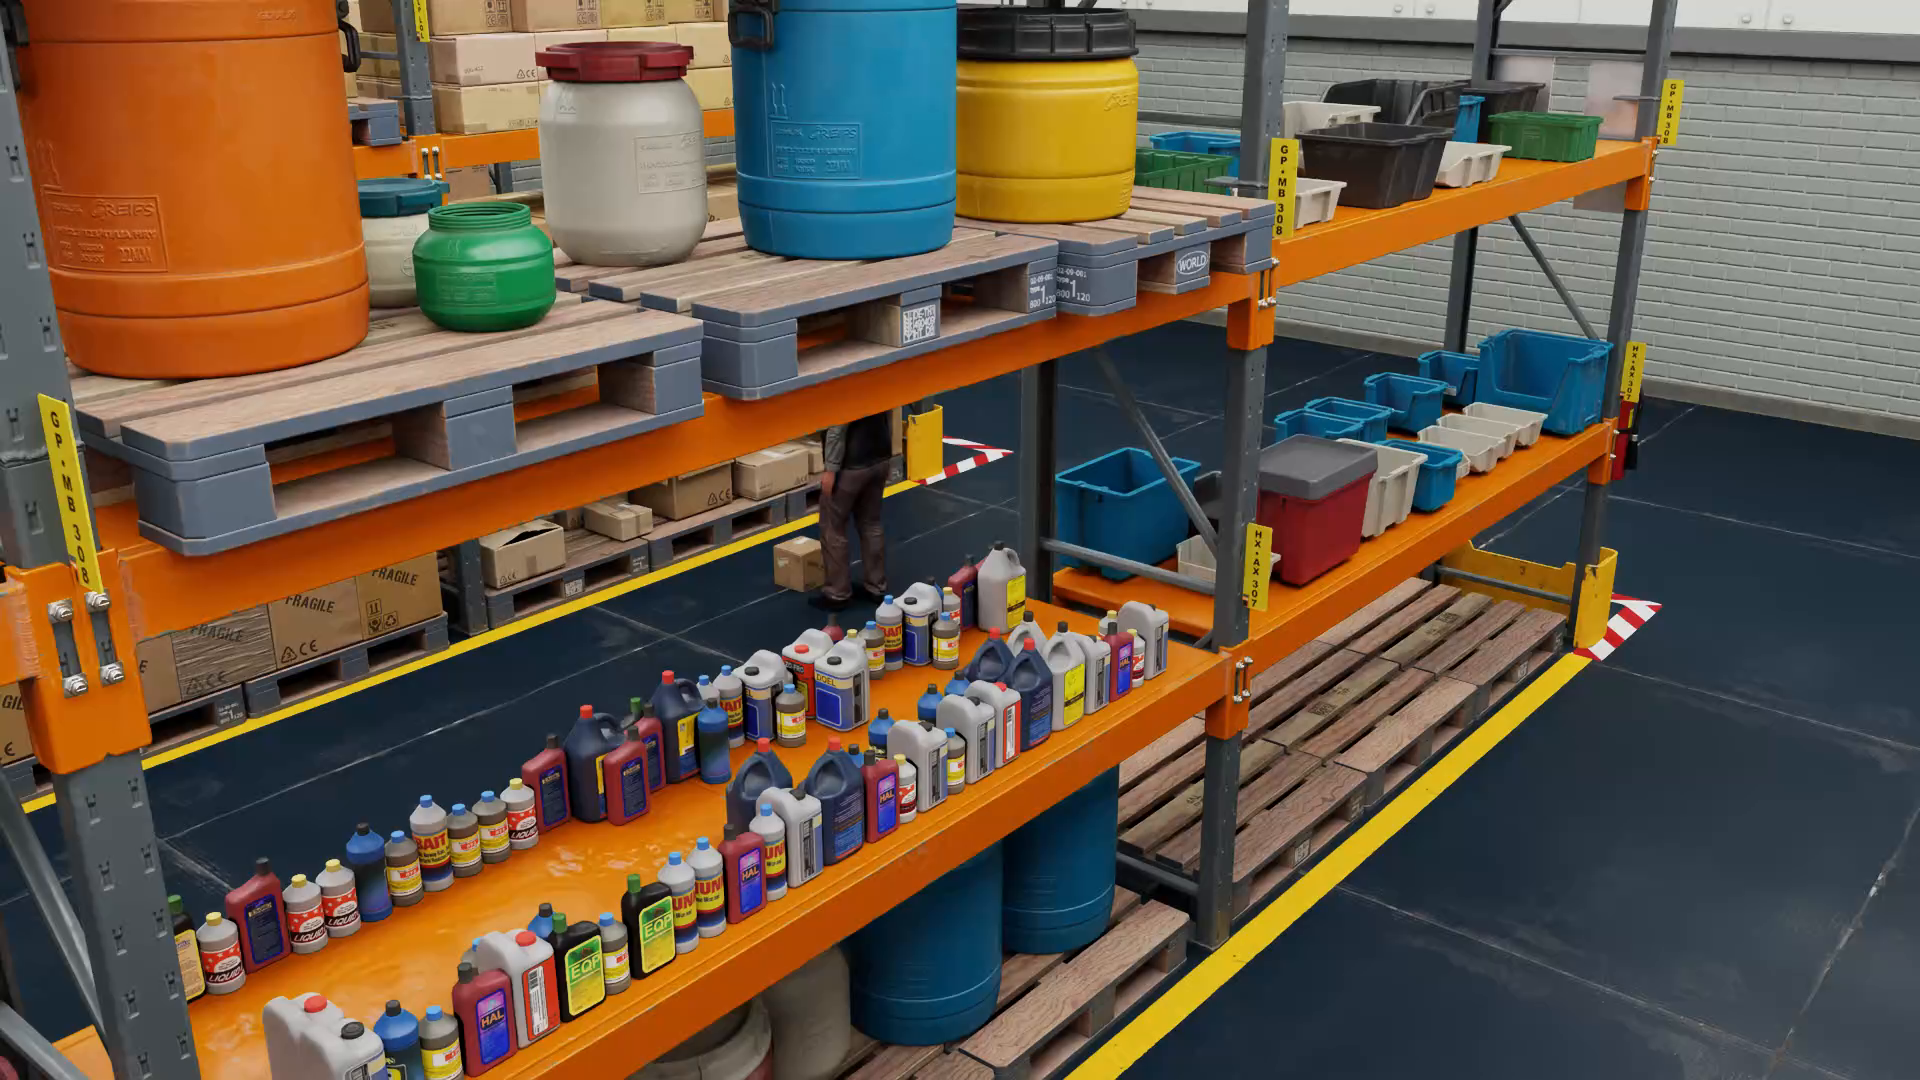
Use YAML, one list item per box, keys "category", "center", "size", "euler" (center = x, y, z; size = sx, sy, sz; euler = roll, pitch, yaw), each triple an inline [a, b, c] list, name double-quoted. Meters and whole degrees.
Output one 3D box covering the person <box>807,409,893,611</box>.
- category: "person"
  center: [-0.642, -0.432, 9.832]
  size: [0.431, 1.745, 0.555]
  euler: [16, 25, 36]
